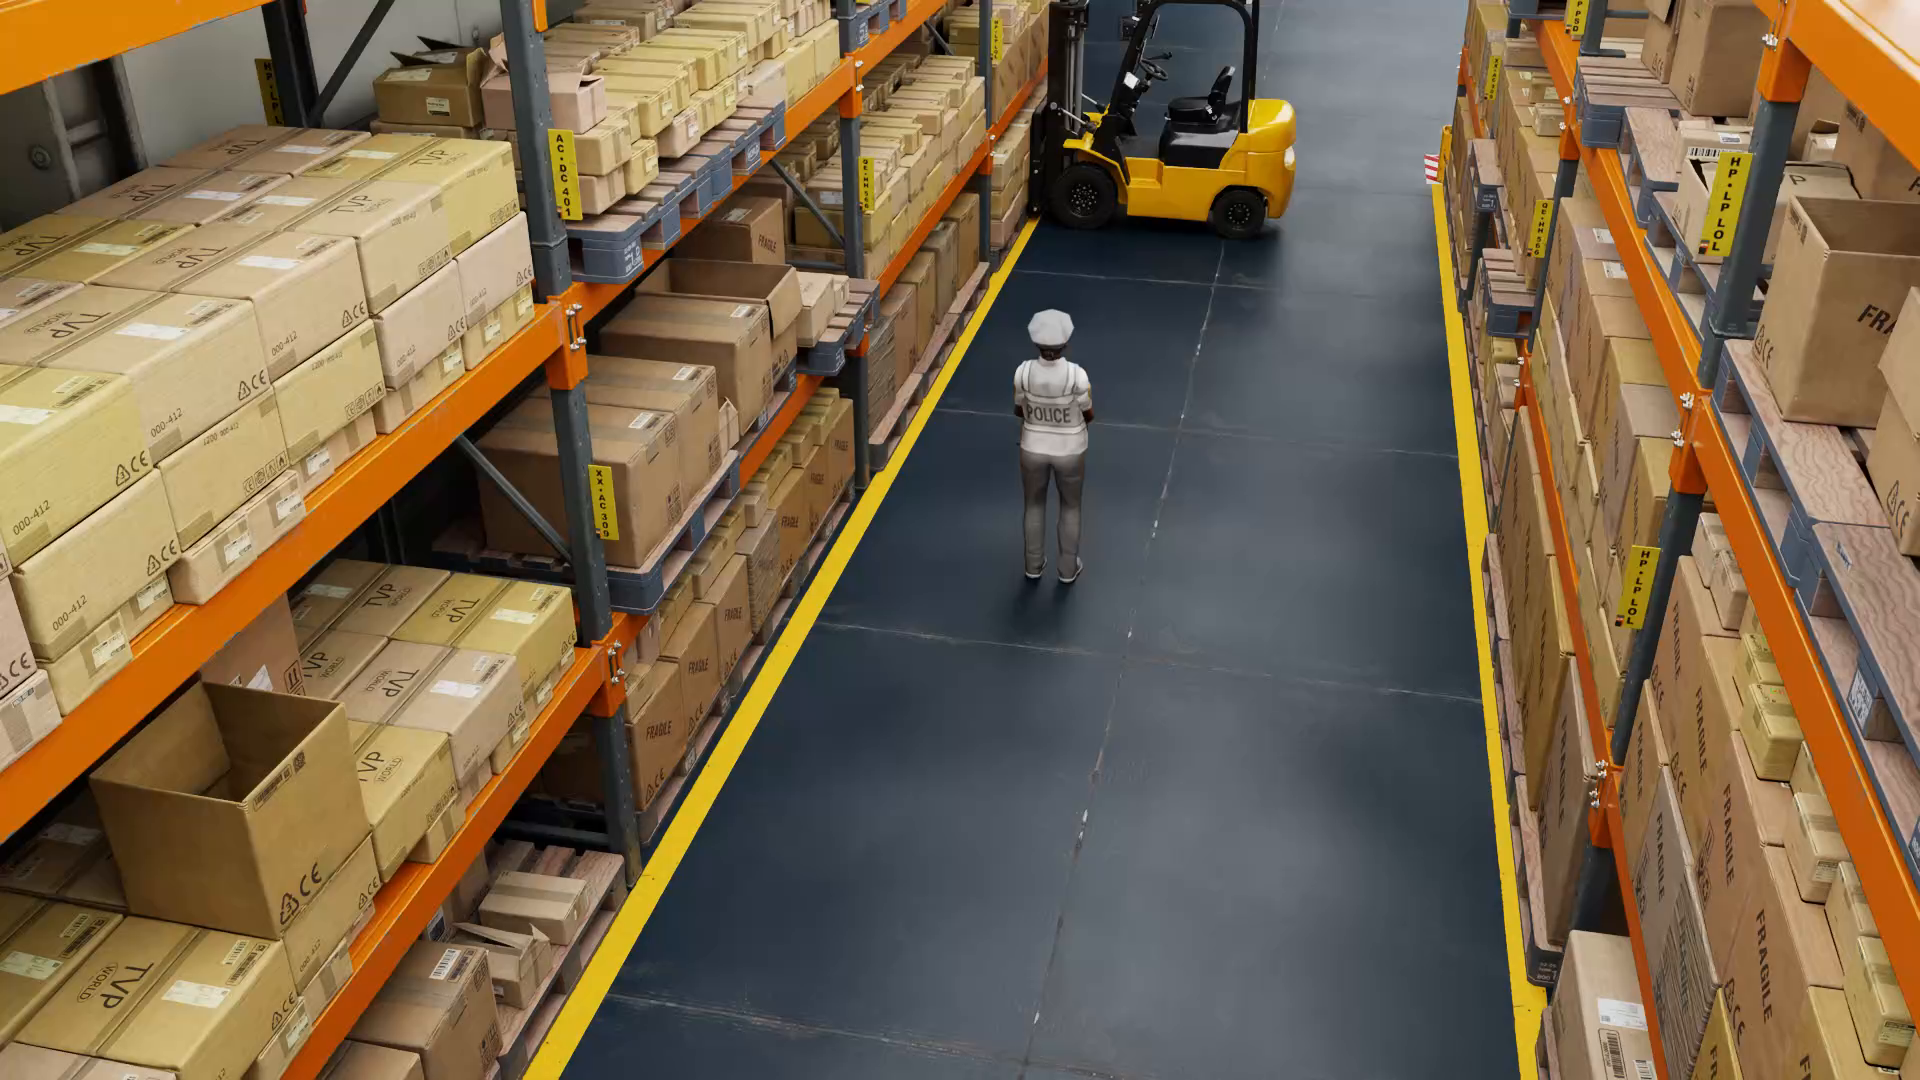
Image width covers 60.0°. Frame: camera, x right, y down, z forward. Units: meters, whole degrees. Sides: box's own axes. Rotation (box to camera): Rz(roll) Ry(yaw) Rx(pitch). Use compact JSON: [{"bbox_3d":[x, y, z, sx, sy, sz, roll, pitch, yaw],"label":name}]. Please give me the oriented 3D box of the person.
[{"bbox_3d":[0.543,-0.551,9.573,0.455,1.691,0.525,6,30,10],"label":"person"}]
